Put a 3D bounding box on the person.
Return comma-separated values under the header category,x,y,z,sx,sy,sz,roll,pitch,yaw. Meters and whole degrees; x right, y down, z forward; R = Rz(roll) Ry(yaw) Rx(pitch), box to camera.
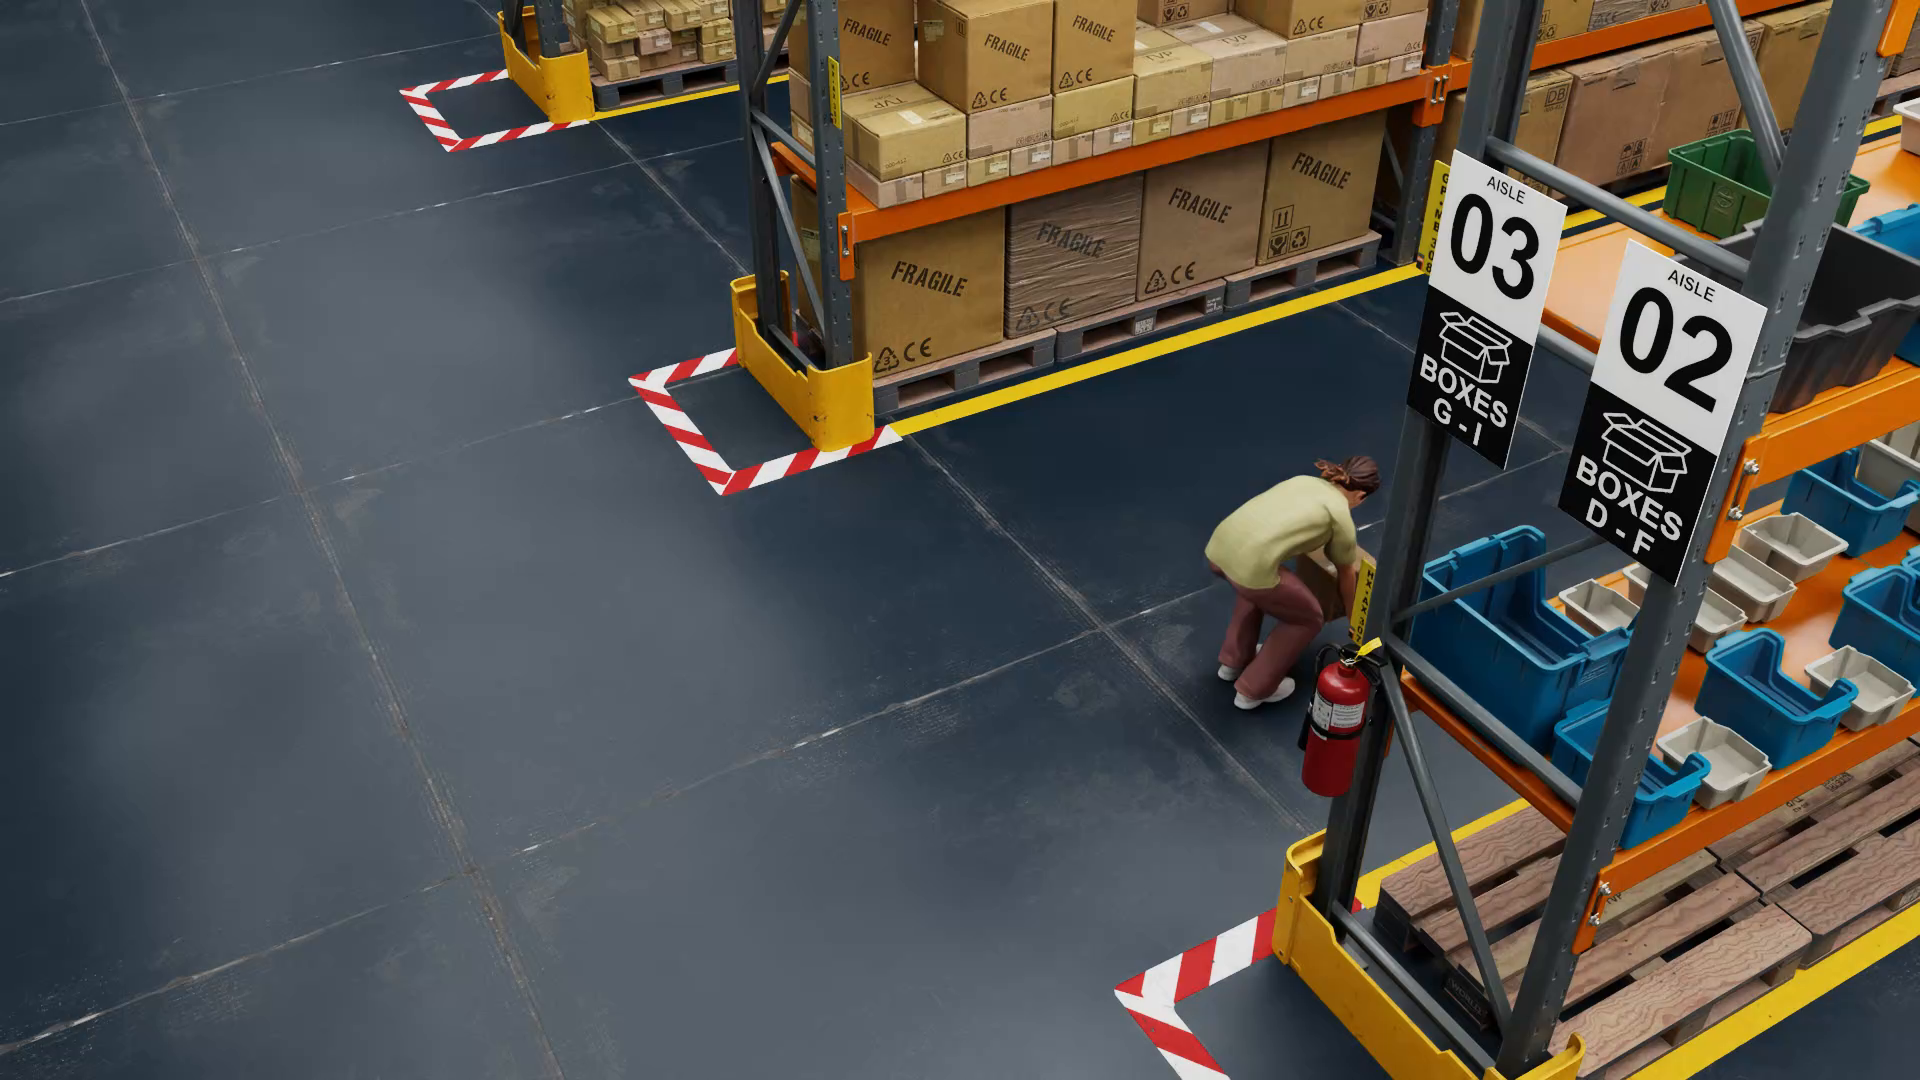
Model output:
category,x,y,z,sx,sy,sz,roll,pitch,yaw
person,1.443,0.169,7.223,0.866,1.051,0.452,-21,42,-26
